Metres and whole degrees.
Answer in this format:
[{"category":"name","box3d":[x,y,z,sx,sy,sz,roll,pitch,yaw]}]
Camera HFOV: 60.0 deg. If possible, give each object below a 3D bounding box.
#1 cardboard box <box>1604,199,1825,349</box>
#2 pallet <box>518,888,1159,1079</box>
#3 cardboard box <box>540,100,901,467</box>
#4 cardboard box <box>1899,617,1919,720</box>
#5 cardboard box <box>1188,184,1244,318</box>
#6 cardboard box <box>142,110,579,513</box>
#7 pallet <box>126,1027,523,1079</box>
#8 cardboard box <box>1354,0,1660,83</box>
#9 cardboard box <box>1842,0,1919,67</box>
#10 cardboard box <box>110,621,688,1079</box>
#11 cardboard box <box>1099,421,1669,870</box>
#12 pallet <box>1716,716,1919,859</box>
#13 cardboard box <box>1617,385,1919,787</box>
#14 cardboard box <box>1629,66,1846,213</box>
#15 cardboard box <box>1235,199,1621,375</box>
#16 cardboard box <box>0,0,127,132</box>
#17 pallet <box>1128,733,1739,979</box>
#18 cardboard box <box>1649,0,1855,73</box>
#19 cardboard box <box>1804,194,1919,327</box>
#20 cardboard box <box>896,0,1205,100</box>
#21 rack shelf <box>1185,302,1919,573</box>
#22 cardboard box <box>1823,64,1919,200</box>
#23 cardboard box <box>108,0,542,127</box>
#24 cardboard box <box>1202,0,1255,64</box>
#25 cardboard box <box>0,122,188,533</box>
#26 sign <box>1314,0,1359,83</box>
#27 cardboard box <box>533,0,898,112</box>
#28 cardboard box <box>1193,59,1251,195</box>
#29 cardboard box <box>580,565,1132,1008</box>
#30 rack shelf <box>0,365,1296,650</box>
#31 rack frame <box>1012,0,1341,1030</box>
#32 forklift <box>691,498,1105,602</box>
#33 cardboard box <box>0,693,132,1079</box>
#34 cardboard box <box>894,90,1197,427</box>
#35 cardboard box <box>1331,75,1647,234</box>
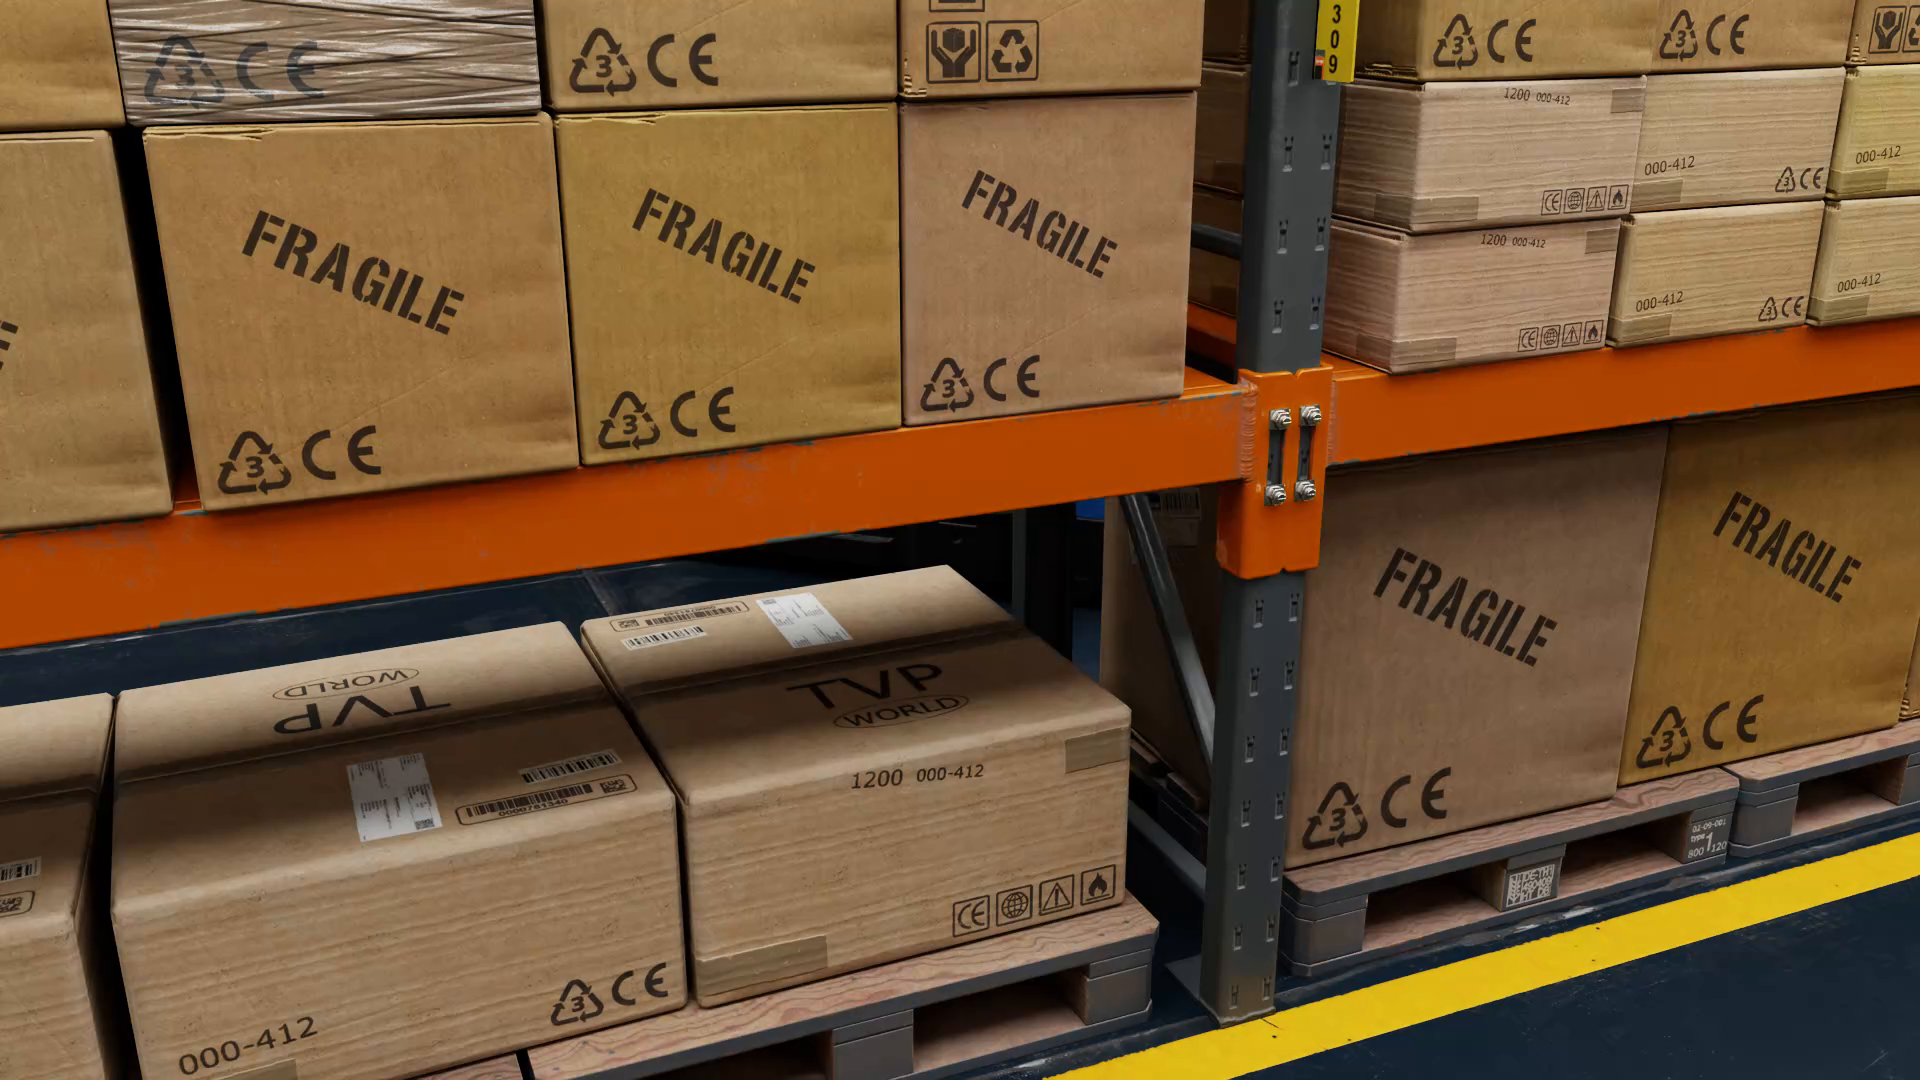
[{"category":"cardboard box","box3d":[1.358,-0.585,3.393,0.500,0.250,0.500,-9,21,-23]},{"category":"pallet","box3d":[-0.355,0.782,3.484,1.213,0.211,1.003,-8,21,-22]},{"category":"cardboard box","box3d":[-0.420,-0.449,2.629,0.500,0.500,0.500,-9,21,-23]},{"category":"cardboard box","box3d":[2.560,-0.150,4.499,0.875,0.875,0.875,-8,21,-21]},{"category":"cardboard box","box3d":[0.687,-0.675,3.648,0.500,0.250,0.500,-9,21,-23]},{"category":"cardboard box","box3d":[-0.876,-0.378,2.428,0.500,0.500,0.500,-8,21,-23]},{"category":"pallet","box3d":[-1.477,0.944,3.025,1.213,0.211,1.003,-8,21,-22]},{"category":"cardboard box","box3d":[0.892,-1.099,2.970,0.500,0.500,0.500,-8,21,-21]},{"category":"cardboard box","box3d":[1.810,-1.239,3.369,0.500,0.500,0.500,-9,21,-23]},{"category":"cardboard box","box3d":[-1.066,0.569,3.116,0.875,0.438,0.875,-9,21,-24]},{"category":"cardboard box","box3d":[0.912,0.088,3.821,0.875,0.875,0.875,-7,21,-20]},{"category":"pallet","box3d":[2.175,0.419,4.513,1.213,0.211,1.003,-8,21,-22]},{"category":"cardboard box","box3d":[1.738,-0.033,4.166,0.875,0.875,0.875,-8,21,-20]},{"category":"cardboard box","box3d":[1.358,-0.824,3.318,0.500,0.250,0.500,-8,21,-21]},{"category":"cardboard box","box3d":[0.883,-0.516,3.198,0.500,0.250,0.500,-9,21,-23]},{"category":"cardboard box","box3d":[-1.346,-0.785,2.078,0.500,0.500,0.500,-8,21,-22]},{"category":"pallet","box3d":[1.053,0.581,4.054,1.213,0.211,1.003,-8,21,-22]},{"category":"cardboard box","box3d":[1.349,-1.174,3.184,0.500,0.500,0.500,-8,21,-22]},{"category":"cardboard box","box3d":[1.834,-0.647,3.570,0.500,0.250,0.500,-8,21,-22]},{"category":"cardboard box","box3d":[0.051,-0.982,2.639,0.500,0.500,0.500,-8,21,-22]},{"category":"rack shelf","box3d":[2.211,-0.534,4.104,4.000,0.370,1.077,-8,21,-22]},{"category":"cardboard box","box3d":[1.832,-0.882,3.484,0.500,0.250,0.500,-8,21,-21]},{"category":"cardboard box","box3d":[-0.882,-0.848,2.258,0.500,0.500,0.500,-8,21,-21]},{"category":"cardboard box","box3d":[0.685,-1.264,3.439,0.500,0.500,0.500,-7,21,-20]},{"category":"cardboard box","box3d":[-1.363,-0.314,2.246,0.500,0.500,0.500,-7,21,-20]},{"category":"sign","box3d":[0.596,-0.886,2.600,0.005,0.325,0.100,-8,21,-22]},{"category":"cardboard box","box3d":[-0.419,-0.918,2.457,0.500,0.500,0.500,-8,21,-23]},{"category":"cardboard box","box3d":[0.683,-0.907,3.554,0.500,0.250,0.500,-8,21,-22]},{"category":"cardboard box","box3d":[-0.245,0.451,3.451,0.875,0.438,0.875,-8,21,-23]},{"category":"rack shelf","box3d":[-1.462,-0.007,2.610,4.000,0.370,1.077,-8,21,-22]},{"category":"rack frame","box3d":[0.374,-0.610,3.237,0.127,3.000,1.000,-8,21,-22]},{"category":"forklift","box3d":[-0.638,-1.468,5.779,3.031,2.935,1.130,7,21,19]},{"category":"cardboard box","box3d":[-1.895,0.687,2.781,0.875,0.438,0.875,-8,21,-20]},{"category":"cardboard box","box3d":[0.050,-0.518,2.826,0.500,0.500,0.500,-8,21,-21]},{"category":"cardboard box","box3d":[0.890,-0.747,3.099,0.500,0.250,0.500,-9,21,-23]}]
